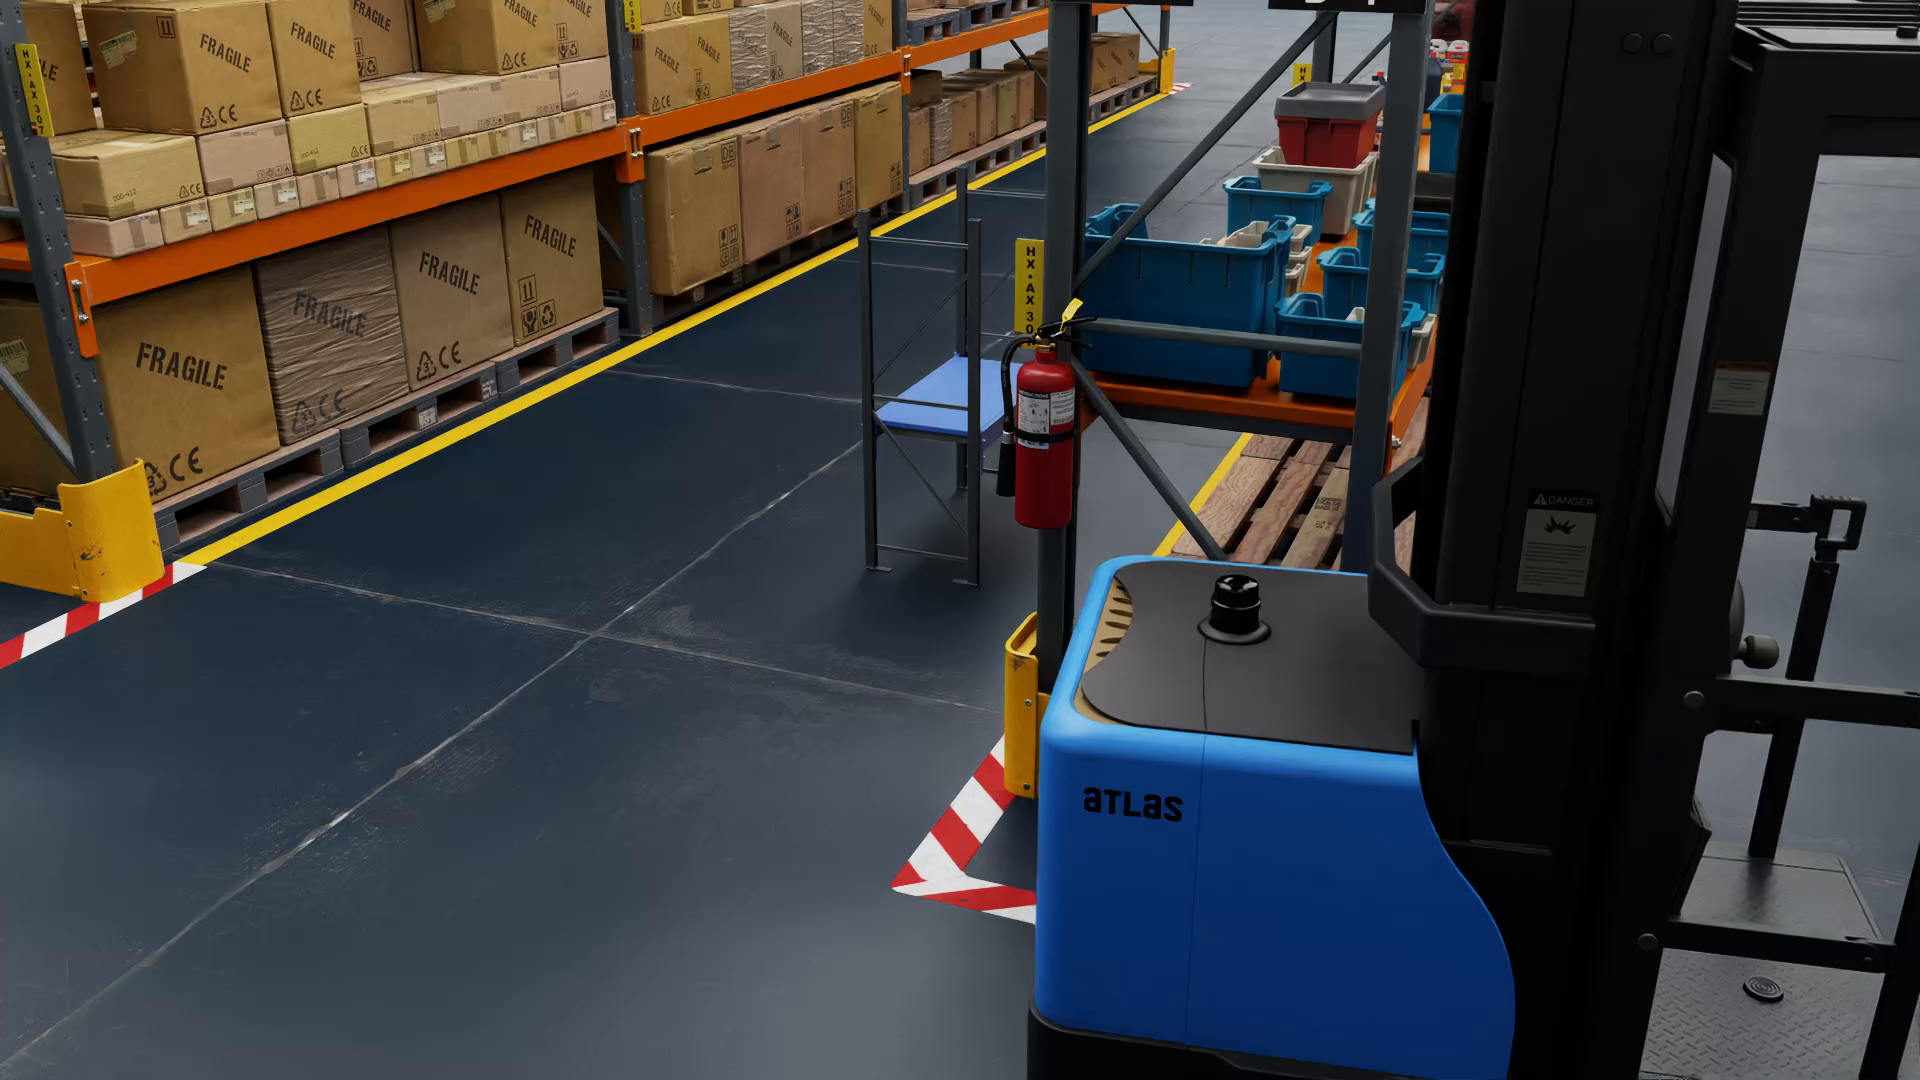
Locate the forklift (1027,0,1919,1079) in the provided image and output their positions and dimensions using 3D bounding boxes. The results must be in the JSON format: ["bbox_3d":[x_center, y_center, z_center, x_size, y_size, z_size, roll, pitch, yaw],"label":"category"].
[{"bbox_3d":[1.730,-0.032,3.525,3.031,2.935,1.130,5,23,11],"label":"forklift"}]

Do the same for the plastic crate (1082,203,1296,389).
[{"bbox_3d":[0.676,-0.758,5.050,0.616,0.435,0.499,9,24,20],"label":"plastic crate"}]

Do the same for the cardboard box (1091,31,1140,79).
[{"bbox_3d":[1.822,-5.822,19.994,0.500,0.500,0.500,14,26,30],"label":"cardboard box"}]

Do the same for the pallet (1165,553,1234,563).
[{"bbox_3d":[1.067,0.429,5.948,1.003,0.211,1.213,9,24,20],"label":"pallet"}]

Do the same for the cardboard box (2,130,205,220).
[{"bbox_3d":[-3.445,-1.478,6.705,0.500,0.250,0.500,8,24,19],"label":"cardboard box"}]

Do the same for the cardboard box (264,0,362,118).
[{"bbox_3d":[-3.072,-2.189,7.435,0.500,0.500,0.500,8,24,19],"label":"cardboard box"}]

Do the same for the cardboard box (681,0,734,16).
[{"bbox_3d":[-1.893,-3.691,10.763,0.797,0.503,0.637,9,24,21],"label":"cardboard box"}]

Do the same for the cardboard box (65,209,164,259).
[{"bbox_3d":[-3.435,-1.241,6.655,0.380,0.149,0.250,9,24,21],"label":"cardboard box"}]

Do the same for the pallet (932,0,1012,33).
[{"bbox_3d":[-0.205,-4.765,15.016,1.003,0.211,1.213,9,24,20],"label":"pallet"}]

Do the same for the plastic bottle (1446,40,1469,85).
[{"bbox_3d":[3.377,-3.243,11.283,0.152,0.276,0.135,9,24,20],"label":"plastic bottle"}]

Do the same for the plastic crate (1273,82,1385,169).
[{"bbox_3d":[1.646,-1.773,7.441,0.402,0.464,0.583,9,24,20],"label":"plastic crate"}]

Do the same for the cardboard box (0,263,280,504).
[{"bbox_3d":[-3.710,-0.731,7.319,0.875,0.875,0.875,9,24,20],"label":"cardboard box"}]

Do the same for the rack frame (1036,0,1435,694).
[{"bbox_3d":[0.725,-0.568,4.717,1.000,3.000,0.127,9,24,20],"label":"rack frame"}]

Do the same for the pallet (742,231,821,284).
[{"bbox_3d":[-1.720,-2.147,12.115,1.003,0.211,1.213,9,24,20],"label":"pallet"}]

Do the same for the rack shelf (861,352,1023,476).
[{"bbox_3d":[0.032,-0.557,7.103,0.538,0.185,1.000,9,24,20],"label":"rack shelf"}]

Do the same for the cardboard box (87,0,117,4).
[{"bbox_3d":[-6.288,-3.838,11.941,0.380,0.149,0.250,8,24,19],"label":"cardboard box"}]

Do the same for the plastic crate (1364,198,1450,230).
[{"bbox_3d":[1.723,-1.138,6.222,0.416,0.233,0.300,9,24,20],"label":"plastic crate"}]

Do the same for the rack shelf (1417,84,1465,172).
[{"bbox_3d":[2.954,-2.383,9.996,1.077,0.370,4.000,9,24,20],"label":"rack shelf"}]

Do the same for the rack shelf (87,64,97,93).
[{"bbox_3d":[-6.213,-3.838,13.481,1.077,0.370,4.000,9,24,20],"label":"rack shelf"}]

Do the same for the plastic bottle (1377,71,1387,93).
[{"bbox_3d":[2.317,-2.418,9.212,0.144,0.351,0.185,9,24,20],"label":"plastic bottle"}]

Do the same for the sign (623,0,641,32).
[{"bbox_3d":[-1.872,-3.065,9.471,0.100,0.325,0.005,9,24,20],"label":"sign"}]

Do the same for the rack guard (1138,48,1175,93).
[{"bbox_3d":[2.041,-5.822,20.539,1.175,0.500,0.348,9,24,20],"label":"rack guard"}]

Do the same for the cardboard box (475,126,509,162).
[{"bbox_3d":[-2.579,-2.068,8.635,0.380,0.149,0.250,9,24,21],"label":"cardboard box"}]

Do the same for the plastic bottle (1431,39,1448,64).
[{"bbox_3d":[3.236,-3.265,11.335,0.152,0.276,0.135,9,24,20],"label":"plastic bottle"}]

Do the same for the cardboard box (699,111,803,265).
[{"bbox_3d":[-1.838,-2.473,11.492,1.225,0.875,0.875,8,24,18],"label":"cardboard box"}]

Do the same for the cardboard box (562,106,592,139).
[{"bbox_3d":[-2.293,-2.344,9.296,0.380,0.149,0.250,9,24,21],"label":"cardboard box"}]

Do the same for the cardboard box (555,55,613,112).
[{"bbox_3d":[-2.308,-2.581,9.345,0.500,0.250,0.500,8,24,19],"label":"cardboard box"}]

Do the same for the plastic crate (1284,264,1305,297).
[{"bbox_3d":[0.981,-0.893,5.761,0.396,0.136,0.243,9,24,20],"label":"plastic crate"}]

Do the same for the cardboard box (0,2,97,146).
[{"bbox_3d":[-3.937,-1.903,6.750,0.500,0.500,0.500,9,24,21],"label":"cardboard box"}]

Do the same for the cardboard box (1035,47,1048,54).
[{"bbox_3d":[1.133,-5.188,18.478,0.500,0.500,0.500,7,24,15],"label":"cardboard box"}]

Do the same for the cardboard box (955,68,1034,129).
[{"bbox_3d":[0.336,-4.404,16.574,0.700,0.500,0.500,7,24,16],"label":"cardboard box"}]

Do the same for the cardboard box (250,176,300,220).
[{"bbox_3d":[-3.151,-1.518,7.318,0.380,0.149,0.250,8,24,19],"label":"cardboard box"}]

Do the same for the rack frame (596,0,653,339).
[{"bbox_3d":[-2.388,-2.708,9.842,1.000,3.000,0.127,9,24,20],"label":"rack frame"}]

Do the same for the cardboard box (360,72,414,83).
[{"bbox_3d":[-3.182,-2.282,8.631,0.500,0.250,0.500,9,24,21],"label":"cardboard box"}]

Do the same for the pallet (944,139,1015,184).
[{"bbox_3d":[-0.156,-3.567,15.517,1.003,0.211,1.213,9,24,20],"label":"pallet"}]

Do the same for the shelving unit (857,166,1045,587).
[{"bbox_3d":[0.032,-0.723,7.034,0.538,1.500,1.048,9,24,20],"label":"shelving unit"}]

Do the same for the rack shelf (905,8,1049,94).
[{"bbox_3d":[-0.159,-4.523,15.121,1.077,0.370,4.000,9,24,20],"label":"rack shelf"}]

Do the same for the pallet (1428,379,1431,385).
[{"bbox_3d":[2.536,-0.983,9.329,1.003,0.211,1.213,9,24,20],"label":"pallet"}]

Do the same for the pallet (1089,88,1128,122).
[{"bbox_3d":[1.252,-4.968,18.869,1.003,0.211,1.213,9,24,20],"label":"pallet"}]

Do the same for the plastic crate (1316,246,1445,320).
[{"bbox_3d":[1.367,-0.795,5.401,0.416,0.233,0.300,9,24,20],"label":"plastic crate"}]

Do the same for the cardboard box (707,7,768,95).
[{"bbox_3d":[-1.613,-3.242,10.991,0.500,0.500,0.500,8,24,19],"label":"cardboard box"}]

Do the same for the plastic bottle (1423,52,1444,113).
[{"bbox_3d":[2.849,-2.773,10.060,0.144,0.351,0.185,9,24,20],"label":"plastic bottle"}]

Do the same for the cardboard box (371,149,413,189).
[{"bbox_3d":[-2.865,-1.791,7.973,0.380,0.149,0.250,8,24,19],"label":"cardboard box"}]

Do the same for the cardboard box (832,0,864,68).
[{"bbox_3d":[-1.046,-3.796,12.317,0.500,0.500,0.500,9,24,20],"label":"cardboard box"}]

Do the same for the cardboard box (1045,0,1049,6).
[{"bbox_3d":[0.943,-5.489,16.825,0.380,0.149,0.250,9,24,20],"label":"cardboard box"}]

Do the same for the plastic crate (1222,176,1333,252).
[{"bbox_3d":[1.250,-1.290,6.585,0.416,0.233,0.300,9,24,20],"label":"plastic crate"}]

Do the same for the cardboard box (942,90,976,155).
[{"bbox_3d":[-0.273,-3.836,15.214,0.700,0.500,0.500,11,25,24],"label":"cardboard box"}]

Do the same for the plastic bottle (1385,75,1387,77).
[{"bbox_3d":[2.516,-2.572,9.676,0.152,0.276,0.135,9,24,20],"label":"plastic bottle"}]

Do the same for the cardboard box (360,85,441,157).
[{"bbox_3d":[-2.879,-2.032,8.031,0.500,0.250,0.500,8,24,19],"label":"cardboard box"}]

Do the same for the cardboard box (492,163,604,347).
[{"bbox_3d":[-2.707,-1.697,9.633,0.875,0.875,0.875,9,24,20],"label":"cardboard box"}]

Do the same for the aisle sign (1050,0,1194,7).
[{"bbox_3d":[0.426,-1.783,4.255,0.394,0.787,0.004,9,24,20],"label":"aisle sign"}]

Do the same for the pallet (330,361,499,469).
[{"bbox_3d":[-3.195,-0.723,8.706,1.003,0.211,1.213,9,24,20],"label":"pallet"}]
